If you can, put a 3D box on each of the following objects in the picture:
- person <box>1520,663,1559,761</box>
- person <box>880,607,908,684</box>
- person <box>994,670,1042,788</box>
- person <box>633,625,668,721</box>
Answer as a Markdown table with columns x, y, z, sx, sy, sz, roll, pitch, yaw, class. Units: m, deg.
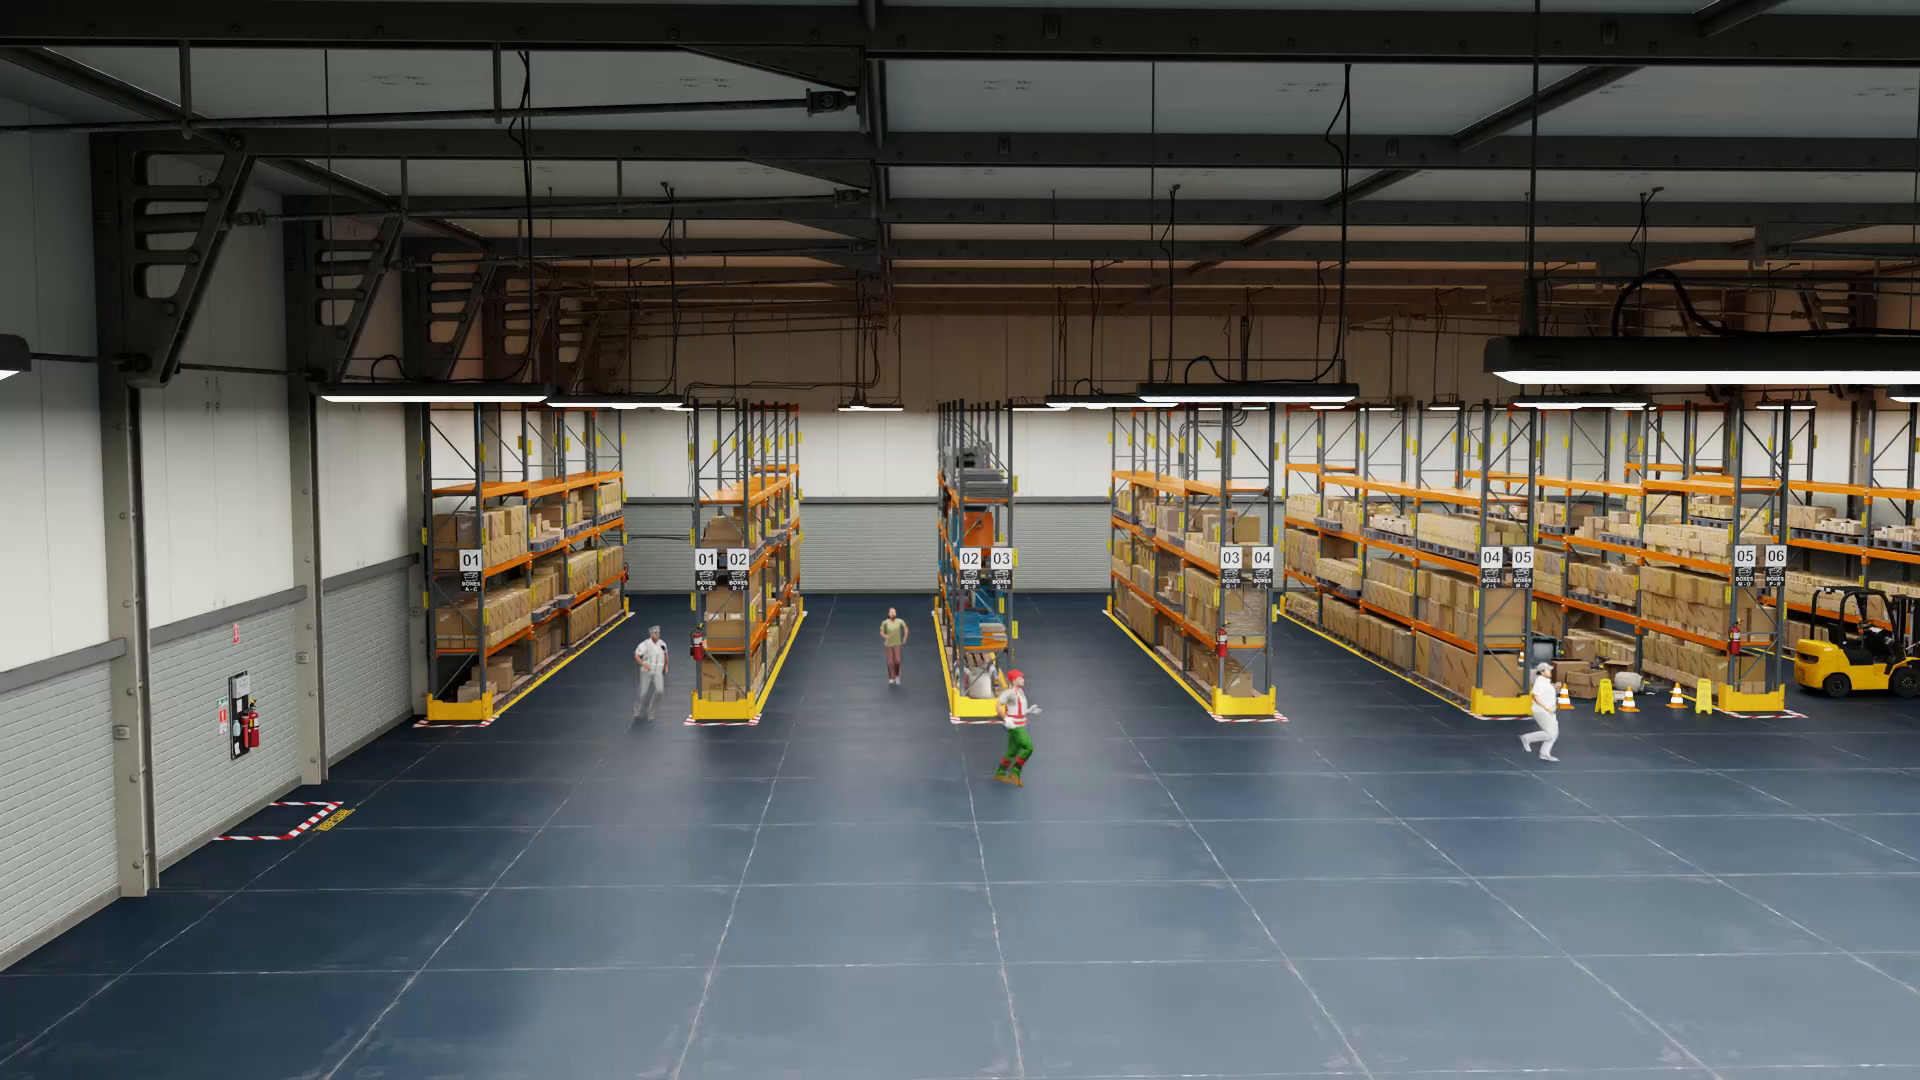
| x | y | z | sx | sy | sz | roll | pitch | yaw | class |
| --- | --- | --- | --- | --- | --- | --- | --- | --- | --- |
| 9.603 | 2.833 | 27.514 | 0.584 | 1.628 | 0.609 | 2 | 5 | 25 | person |
| -1.387 | 2.221 | 34.868 | 0.596 | 1.641 | 0.605 | 0 | 4 | -5 | person |
| 0.881 | 2.895 | 25.592 | 0.721 | 1.804 | 0.632 | 1 | 4 | 14 | person |
| -5.775 | 2.498 | 31.266 | 0.725 | 1.795 | 0.663 | -3 | 5 | -30 | person |
